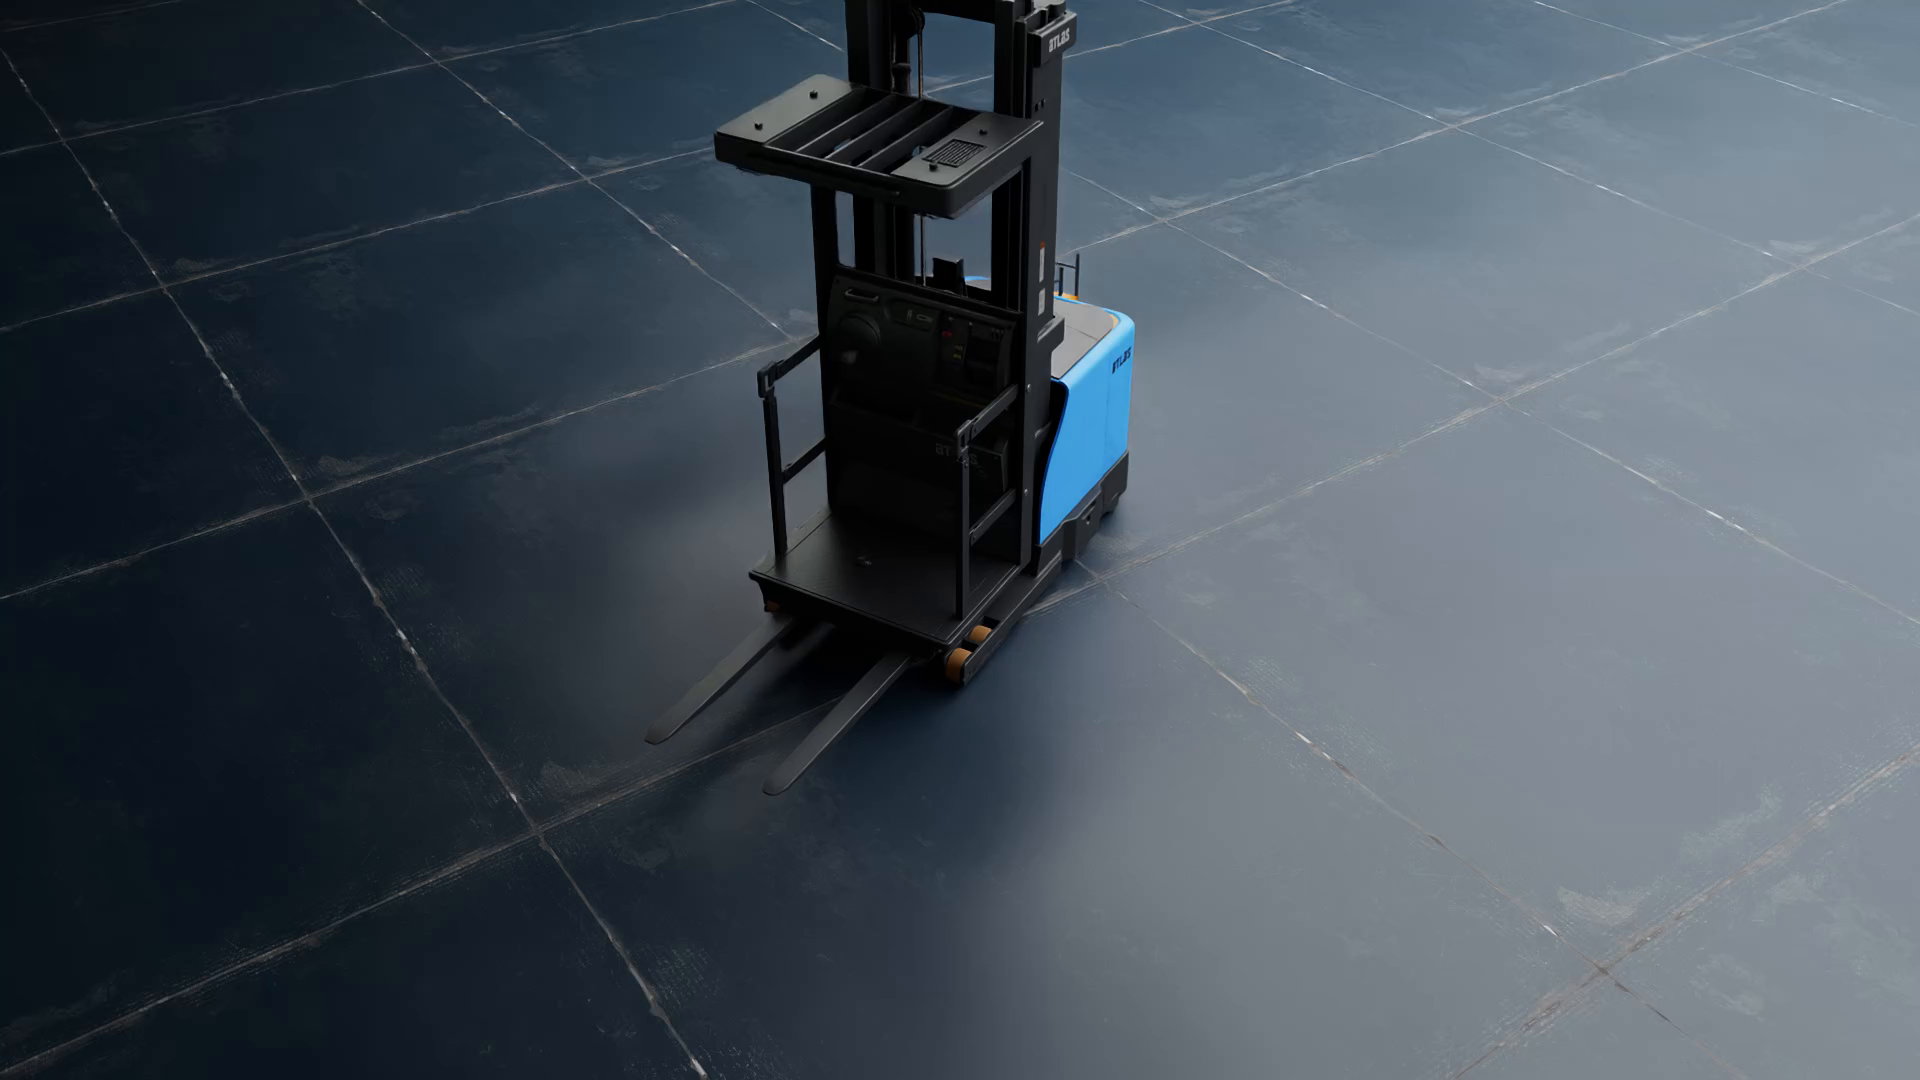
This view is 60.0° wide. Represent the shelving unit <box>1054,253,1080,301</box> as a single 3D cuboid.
[{"bbox_3d":[0.465,-0.970,8.883,0.258,1.200,0.189,19,39,24],"label":"shelving unit"}]

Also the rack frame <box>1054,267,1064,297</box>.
[{"bbox_3d":[0.419,-0.925,8.818,0.240,1.200,0.006,19,39,24],"label":"rack frame"}]

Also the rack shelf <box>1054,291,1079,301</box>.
[{"bbox_3d":[0.466,-1.228,8.701,0.258,0.103,0.180,19,39,24],"label":"rack shelf"}]

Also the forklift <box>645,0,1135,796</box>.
[{"bbox_3d":[-0.286,-0.834,7.213,1.130,2.935,3.031,19,40,24],"label":"forklift"}]

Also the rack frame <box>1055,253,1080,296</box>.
[{"bbox_3d":[0.511,-1.015,8.947,0.240,1.200,0.006,19,39,24],"label":"rack frame"}]
